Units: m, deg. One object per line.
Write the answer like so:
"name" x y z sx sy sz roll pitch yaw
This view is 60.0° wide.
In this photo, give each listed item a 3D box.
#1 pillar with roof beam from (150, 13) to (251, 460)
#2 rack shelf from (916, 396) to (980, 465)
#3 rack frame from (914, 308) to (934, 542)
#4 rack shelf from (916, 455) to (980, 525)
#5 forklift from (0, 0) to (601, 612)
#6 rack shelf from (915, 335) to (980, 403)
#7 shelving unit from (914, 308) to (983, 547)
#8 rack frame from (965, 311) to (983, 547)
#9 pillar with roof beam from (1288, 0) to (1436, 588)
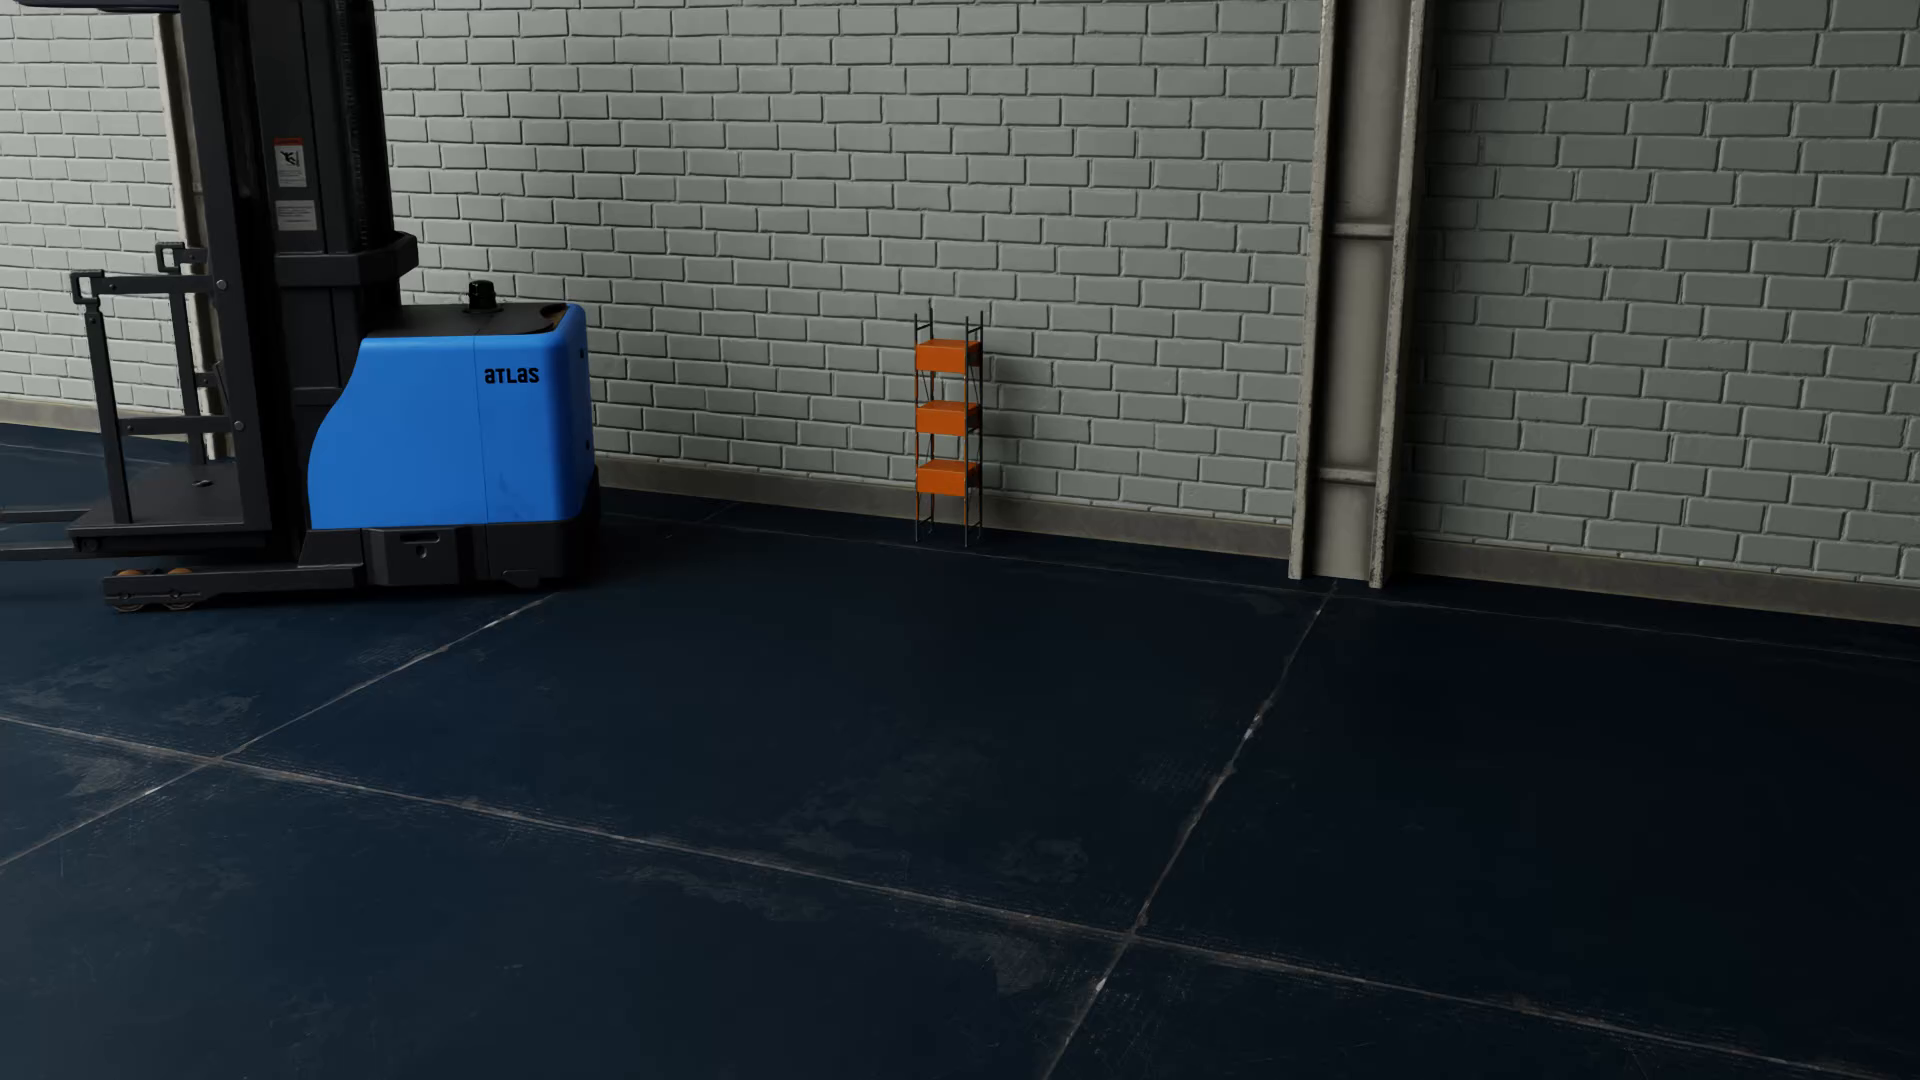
"pillar with roof beam" -5.517 -3.675 4.193 0.400 9.000 9.100 6 17 21
"rack shelf" -0.050 -0.499 7.549 0.240 0.259 0.215 6 17 21
"rack frame" -0.163 -0.522 7.589 0.008 1.050 0.200 6 17 21
"rack shelf" -0.050 -0.233 7.627 0.240 0.259 0.215 6 17 21
"forklift" -3.128 -1.275 6.808 3.031 2.935 1.130 -2 16 -7
"rack shelf" -0.050 -0.772 7.470 0.240 0.259 0.215 6 17 21
"shelving unit" -0.050 -0.510 7.546 0.252 1.050 0.215 6 17 21
"rack frame" 0.064 -0.497 7.503 0.008 1.050 0.200 6 17 21
"pillar with roof beam" 0.065 -3.061 2.078 0.400 9.000 9.100 6 17 21
